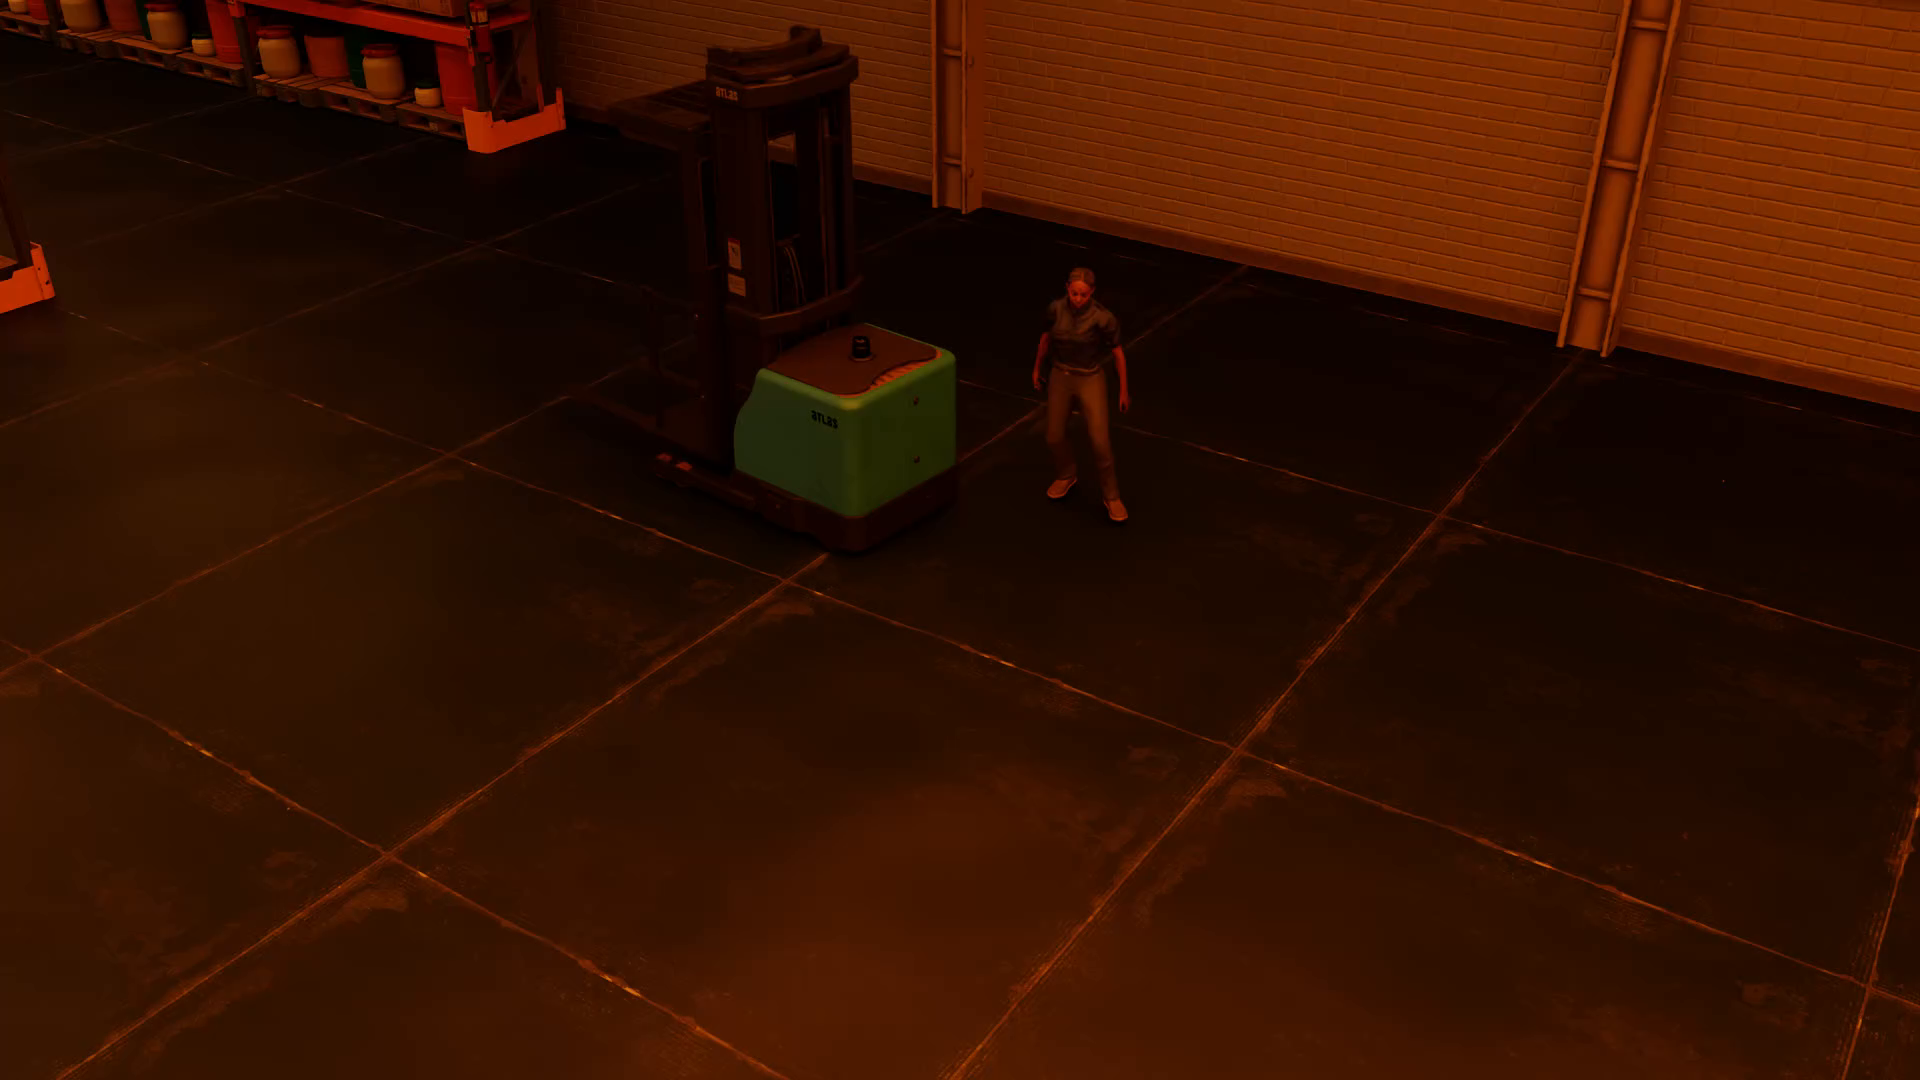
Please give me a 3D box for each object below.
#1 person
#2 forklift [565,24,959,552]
[{"bbox_3d":[0.784,-0.975,10.518,0.790,1.628,0.358,16,34,25],"label":"person"},{"bbox_3d":[-1.463,-1.800,10.680,3.031,2.935,1.130,23,37,34],"label":"forklift"}]
